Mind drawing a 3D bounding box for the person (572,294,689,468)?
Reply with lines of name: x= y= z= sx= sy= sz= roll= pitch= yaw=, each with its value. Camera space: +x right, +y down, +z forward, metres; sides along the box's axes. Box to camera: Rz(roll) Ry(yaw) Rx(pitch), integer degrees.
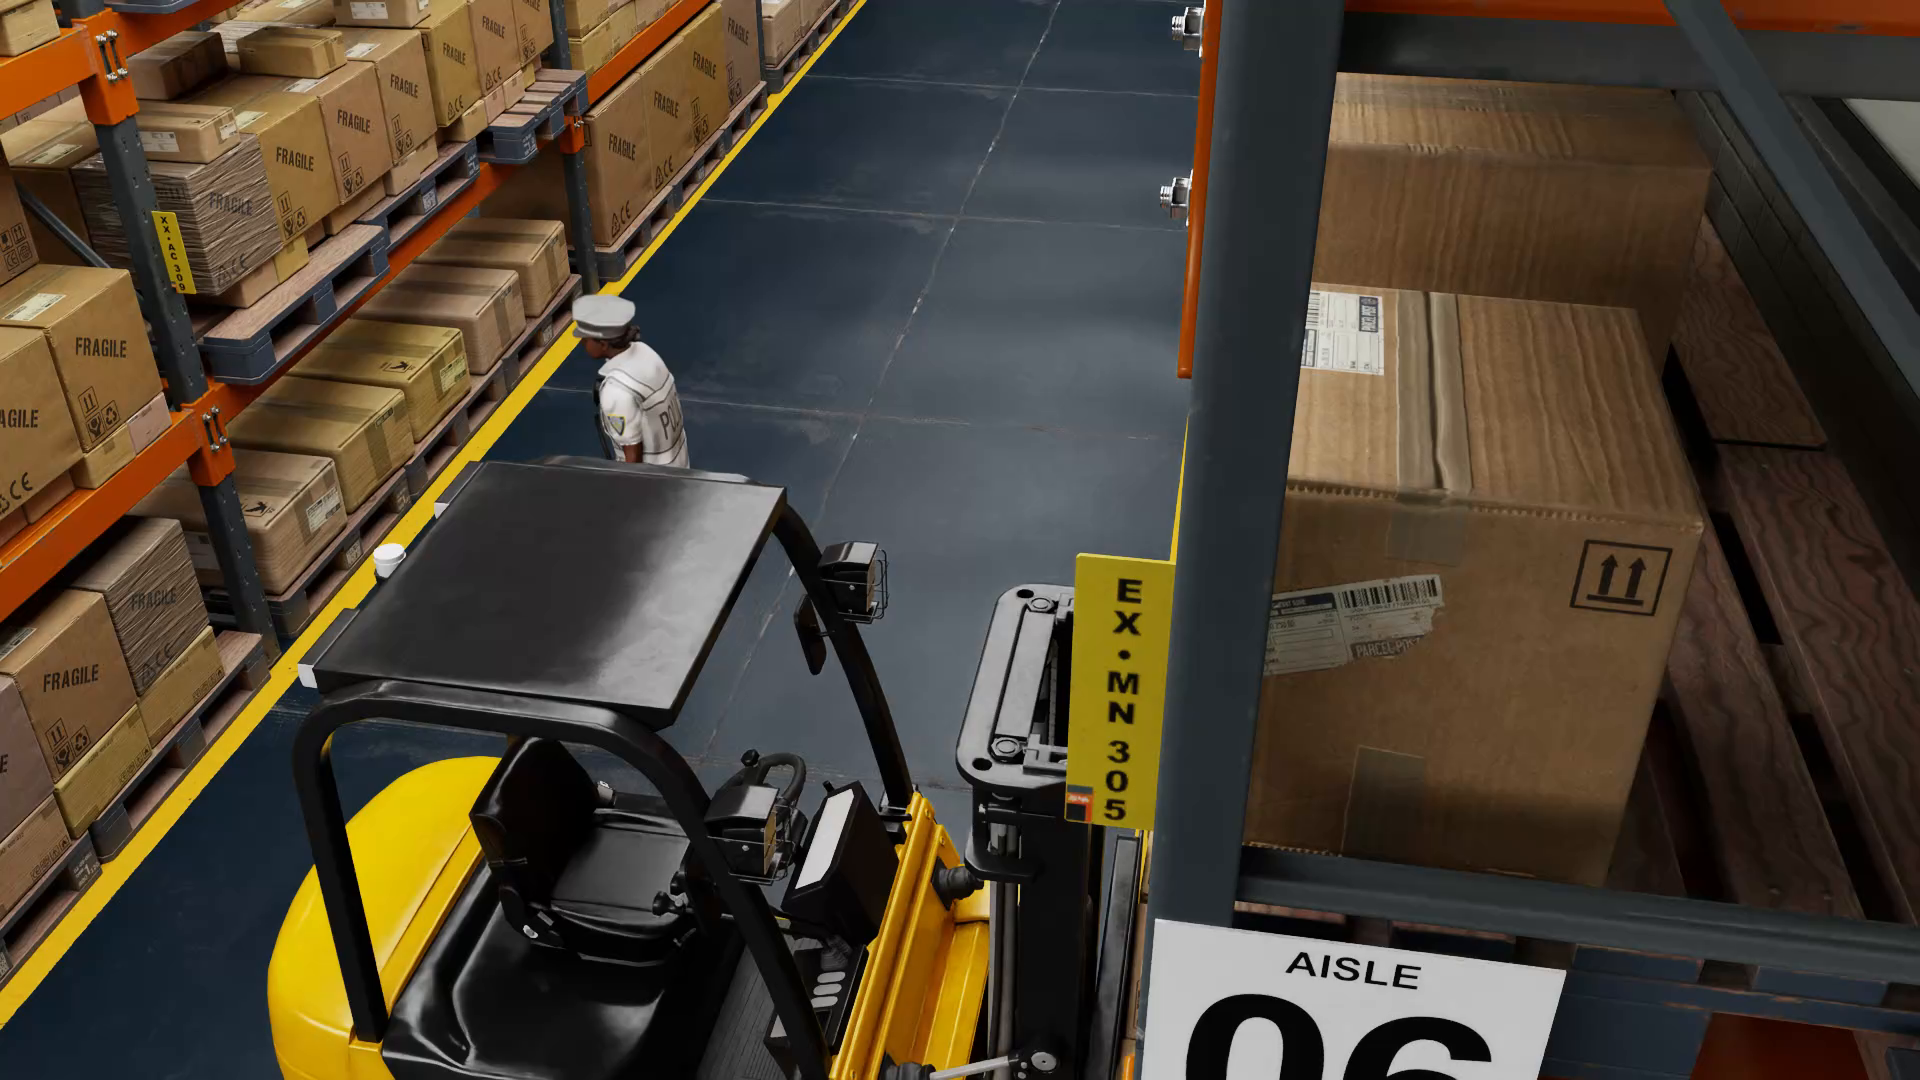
person: x=-1.349 y=-0.257 z=7.043 sx=0.395 sy=1.657 sz=0.521 roll=4 pitch=33 yaw=6
